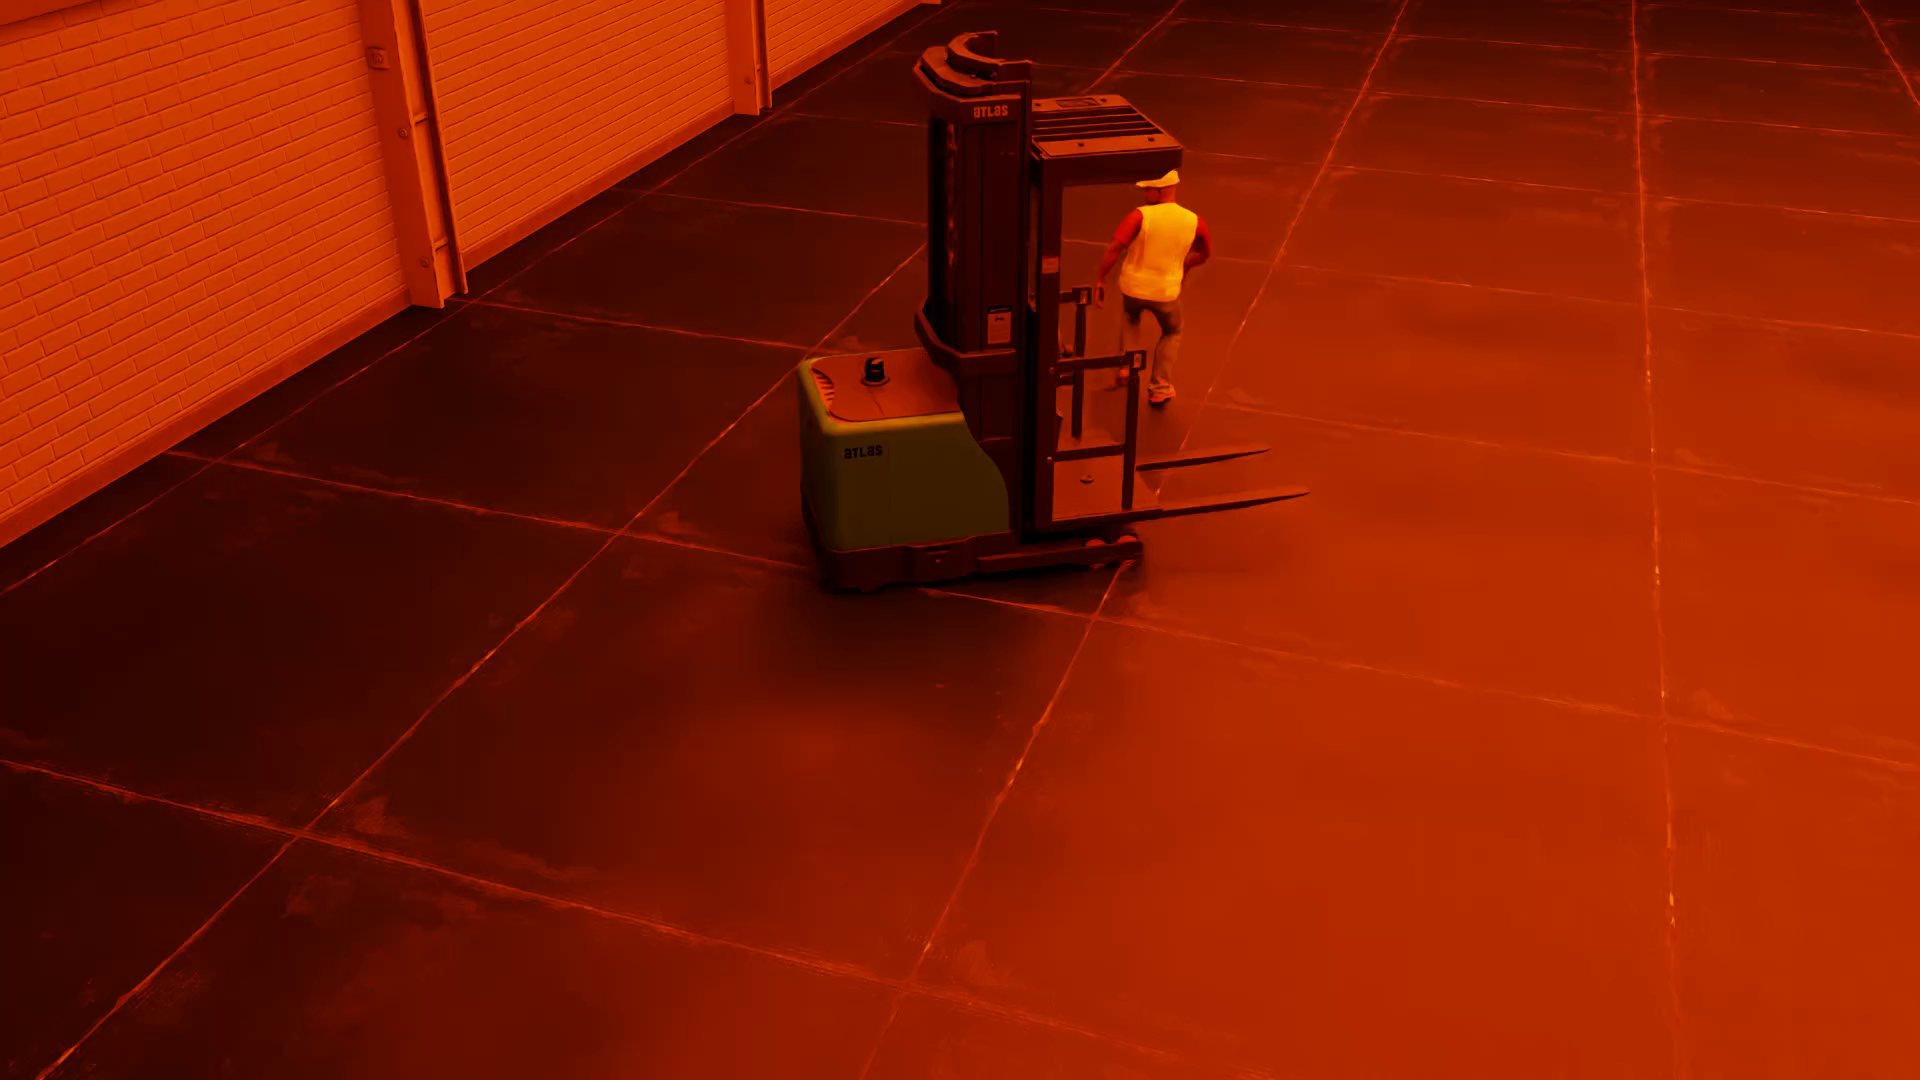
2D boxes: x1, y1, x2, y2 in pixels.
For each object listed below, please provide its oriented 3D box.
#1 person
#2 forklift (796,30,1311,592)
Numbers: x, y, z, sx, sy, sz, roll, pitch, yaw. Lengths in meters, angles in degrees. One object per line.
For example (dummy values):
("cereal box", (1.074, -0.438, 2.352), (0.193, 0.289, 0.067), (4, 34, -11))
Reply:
("person", (1.332, -1.755, 11.497), (0.753, 1.712, 0.753), (6, 30, 10))
("forklift", (0.597, -1.355, 9.513), (3.031, 2.935, 1.130), (-7, 30, -12))
